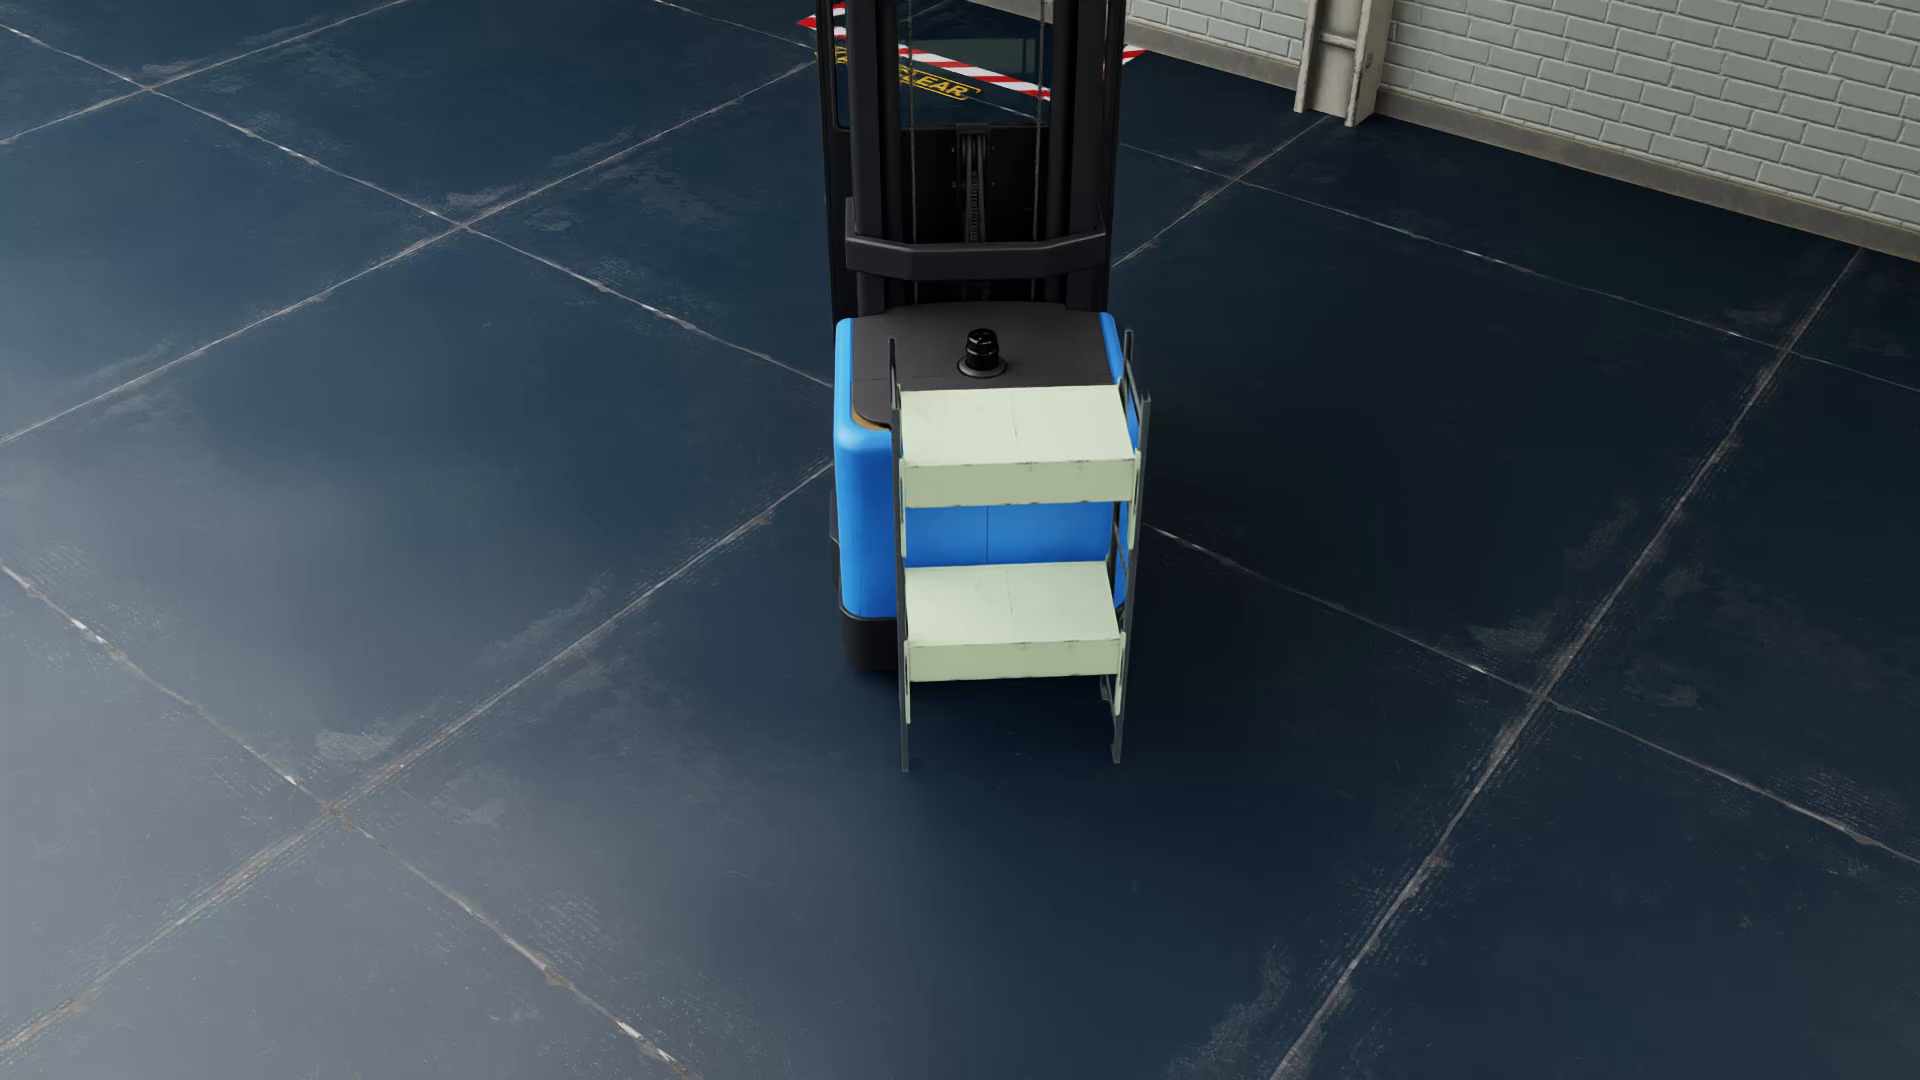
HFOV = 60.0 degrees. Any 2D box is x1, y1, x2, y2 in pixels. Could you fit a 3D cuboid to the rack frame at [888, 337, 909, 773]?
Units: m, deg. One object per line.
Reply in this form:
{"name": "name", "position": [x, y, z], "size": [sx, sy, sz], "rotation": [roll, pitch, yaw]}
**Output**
{"name": "rack frame", "position": [-0.198, 0.089, 5.419], "size": [0.023, 1.500, 0.400], "rotation": [-2, 38, -3]}

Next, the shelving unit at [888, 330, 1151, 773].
{"name": "shelving unit", "position": [0.167, 0.076, 5.435], "size": [0.755, 1.500, 0.431], "rotation": [-2, 38, -3]}

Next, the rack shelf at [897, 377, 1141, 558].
{"name": "rack shelf", "position": [0.167, -0.231, 5.193], "size": [0.720, 0.370, 0.431], "rotation": [-2, 38, -3]}

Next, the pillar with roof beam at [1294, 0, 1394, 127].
{"name": "pillar with roof beam", "position": [-0.346, -4.038, 4.608], "size": [0.400, 9.000, 9.100], "rotation": [25, 45, 29]}

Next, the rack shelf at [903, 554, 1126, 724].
{"name": "rack shelf", "position": [0.167, 0.332, 5.637], "size": [0.720, 0.370, 0.431], "rotation": [-2, 38, -3]}

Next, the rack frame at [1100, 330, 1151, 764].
{"name": "rack frame", "position": [0.533, 0.063, 5.451], "size": [0.023, 1.500, 0.400], "rotation": [-2, 38, -3]}

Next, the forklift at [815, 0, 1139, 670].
{"name": "forklift", "position": [0.024, -1.569, 6.377], "size": [1.130, 2.935, 3.031], "rotation": [-2, 38, -2]}
